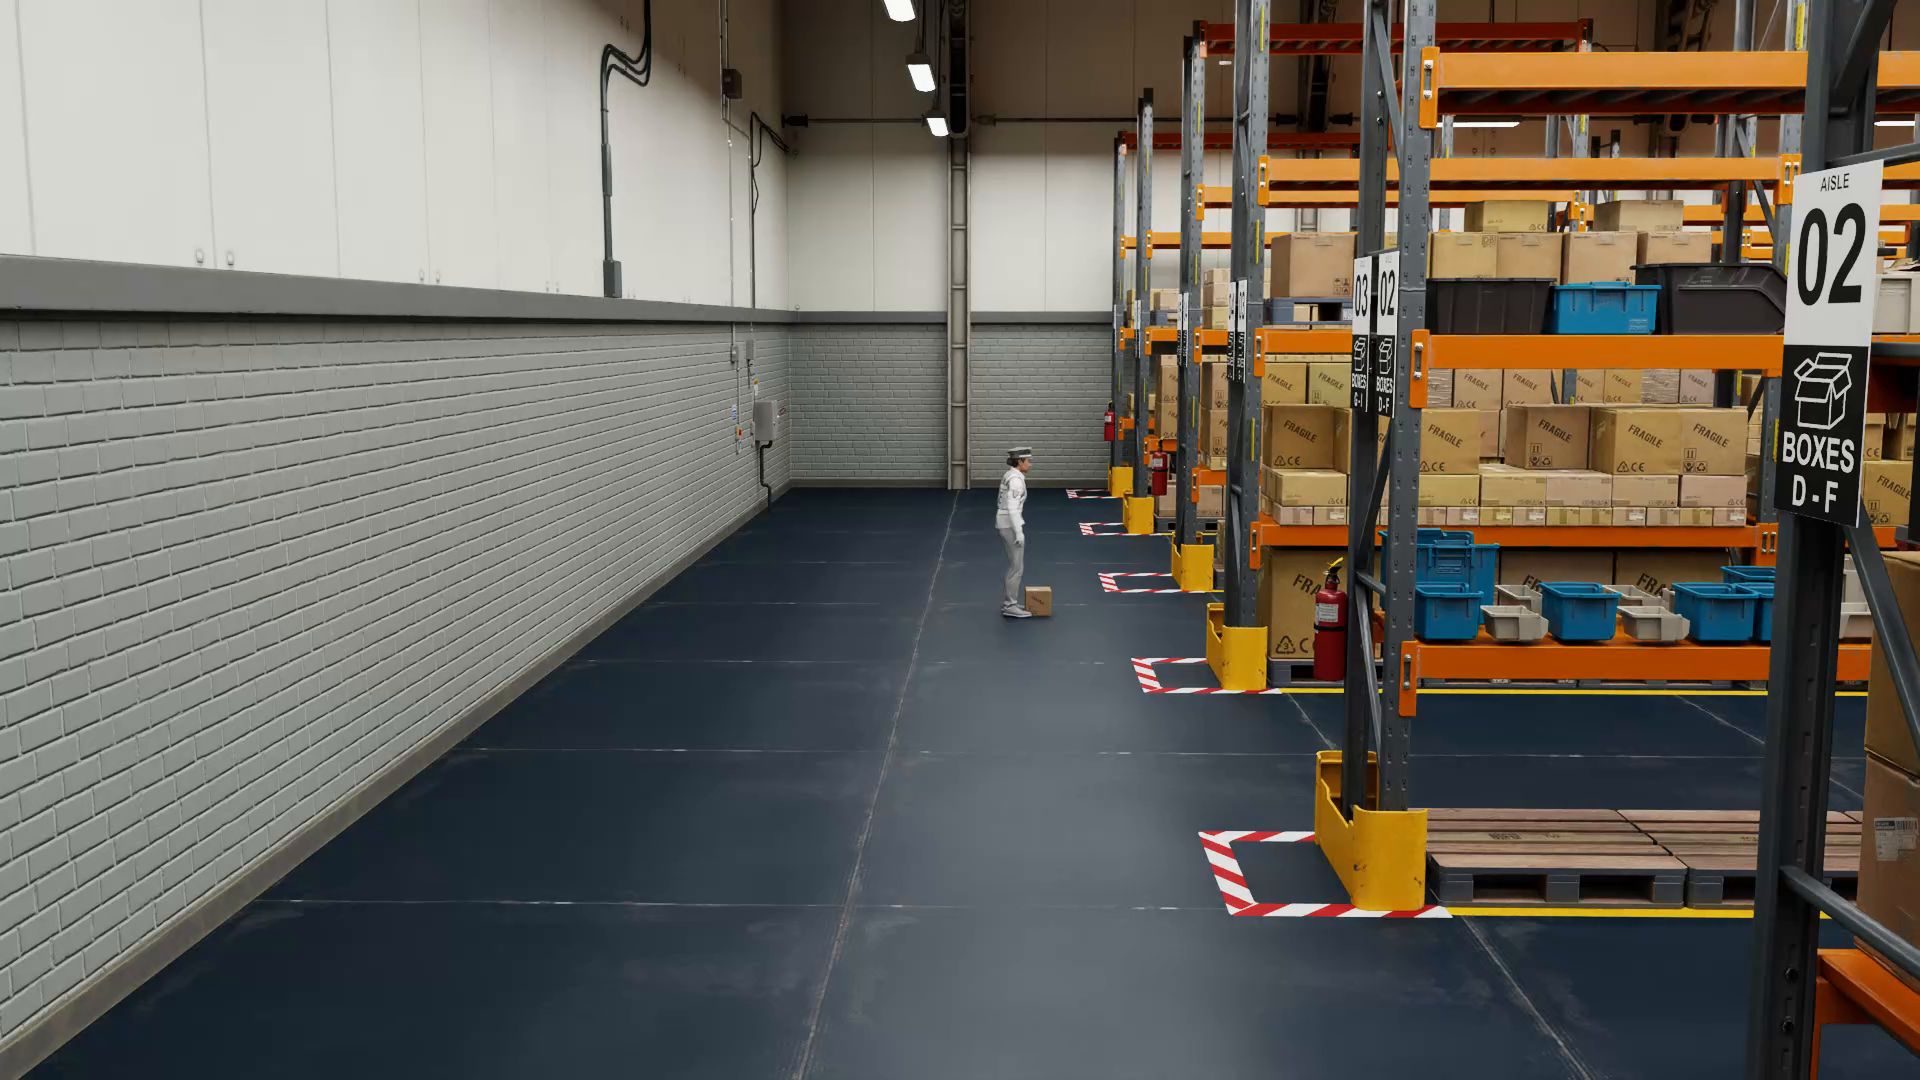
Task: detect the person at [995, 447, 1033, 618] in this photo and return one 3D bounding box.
[{"bbox_3d":[0.536,-0.089,16.458,0.375,1.663,0.528,0,7,1],"label":"person"}]
